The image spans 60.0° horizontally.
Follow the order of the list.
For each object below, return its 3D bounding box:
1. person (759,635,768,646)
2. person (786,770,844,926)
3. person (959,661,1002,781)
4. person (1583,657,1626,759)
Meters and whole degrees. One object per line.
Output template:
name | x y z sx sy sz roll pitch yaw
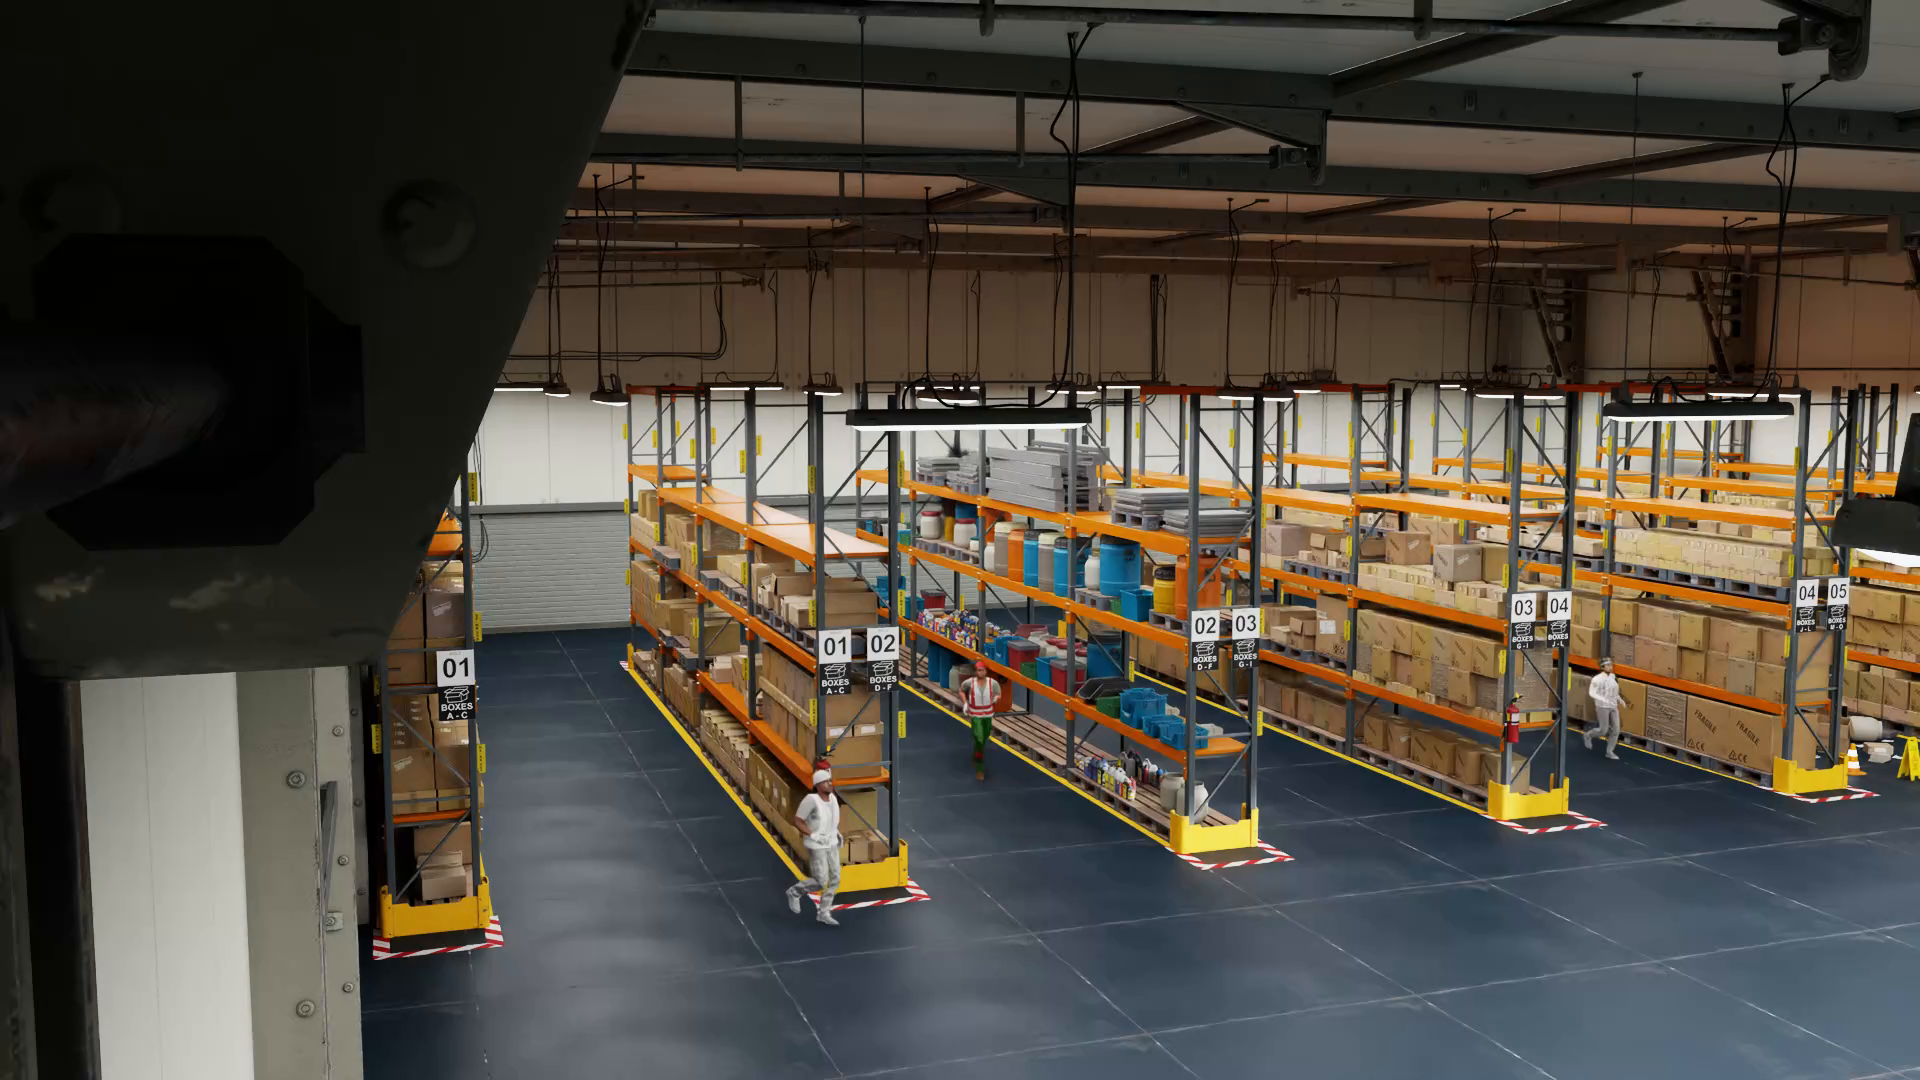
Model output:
person | -3.906 1.960 34.076 0.655 1.730 0.633 -4 7 -32
person | -1.632 3.511 19.095 0.665 1.767 0.693 4 7 34
person | 0.344 2.782 25.878 0.618 1.850 0.798 -2 6 -17
person | 10.528 2.718 27.085 0.621 1.641 0.619 -2 6 -22
